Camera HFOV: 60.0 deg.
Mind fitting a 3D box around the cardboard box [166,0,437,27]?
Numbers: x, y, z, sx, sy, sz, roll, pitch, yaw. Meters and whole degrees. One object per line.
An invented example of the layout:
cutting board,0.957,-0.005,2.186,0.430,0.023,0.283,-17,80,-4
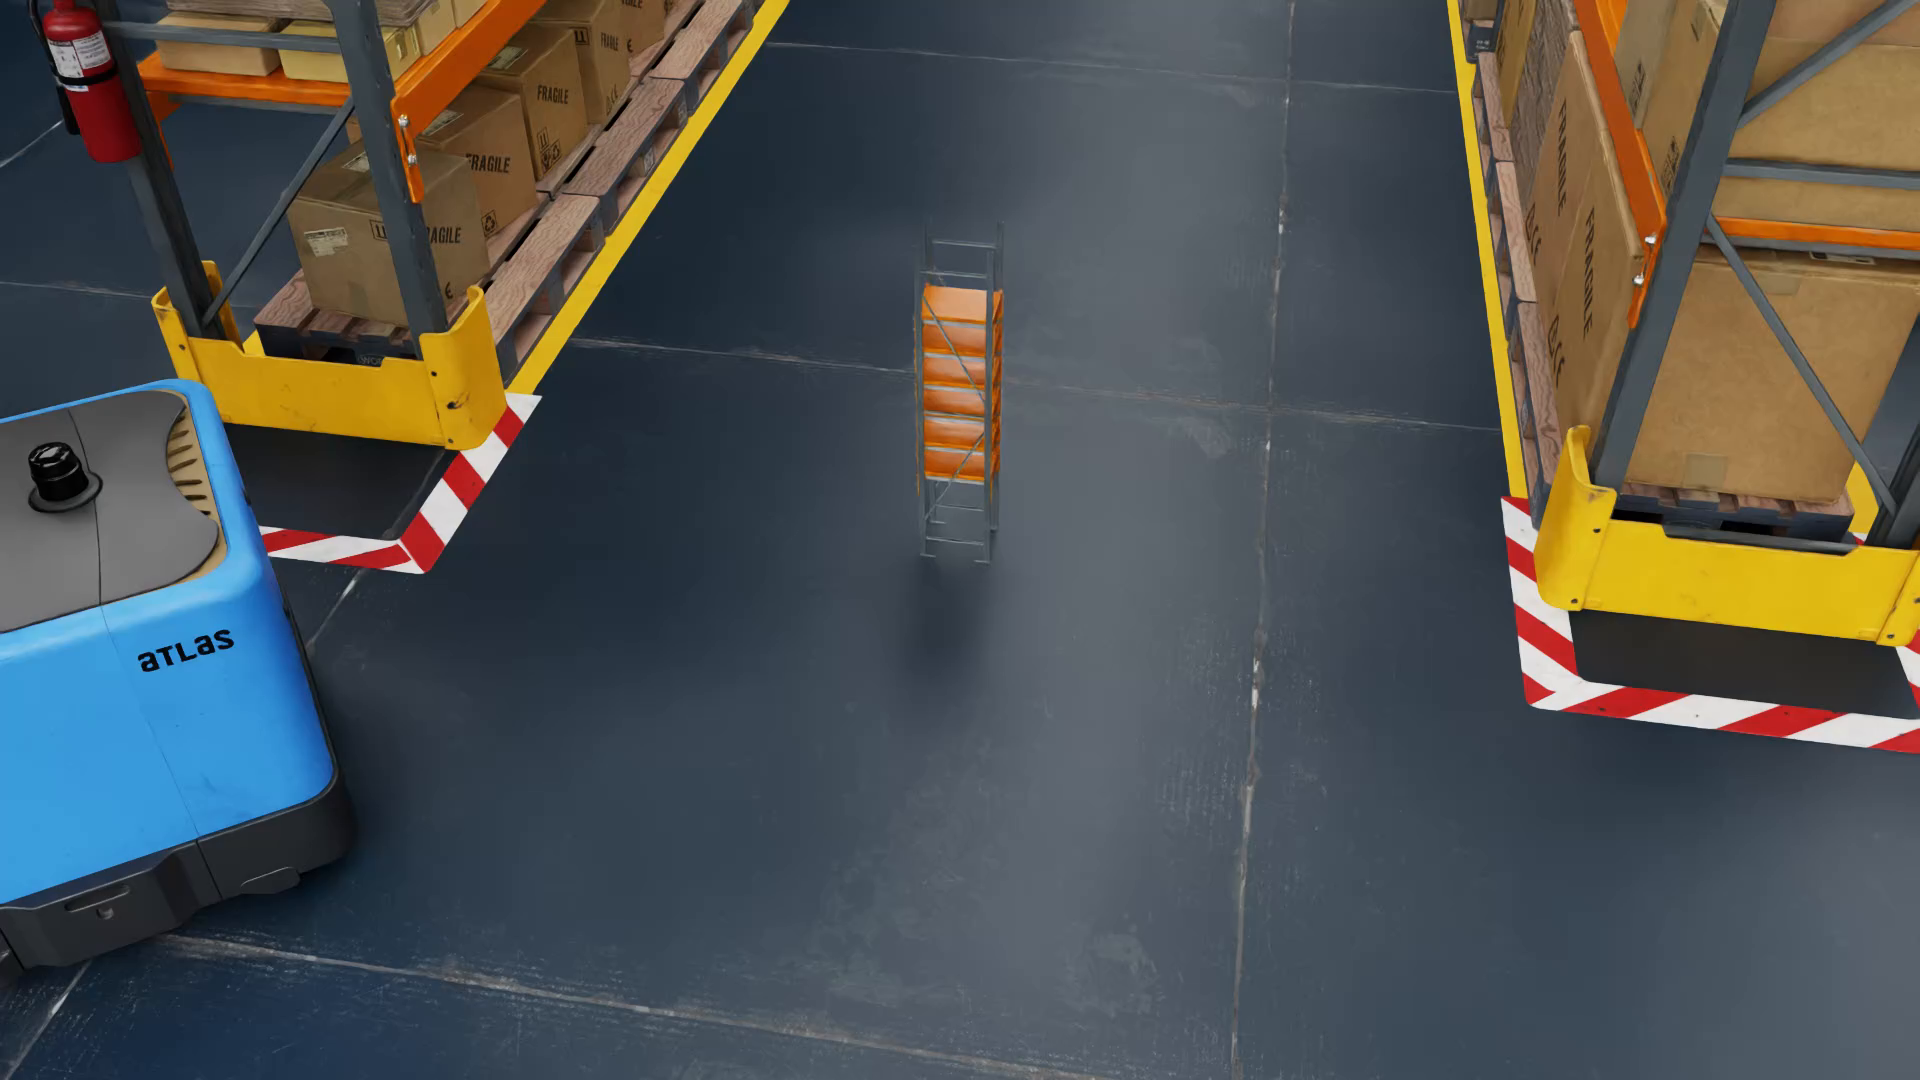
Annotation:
cardboard box,-2.220,-2.101,5.625,0.875,0.500,0.500,6,40,8

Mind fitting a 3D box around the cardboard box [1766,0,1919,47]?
cardboard box,2.628,-1.698,4.484,0.875,0.550,0.550,6,40,8

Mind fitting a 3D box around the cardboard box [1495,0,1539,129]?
cardboard box,3.040,-2.461,7.711,0.875,0.875,0.875,7,40,8

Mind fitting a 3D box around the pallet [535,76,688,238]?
pallet,-1.940,-1.848,7.819,1.003,0.211,1.213,6,40,8

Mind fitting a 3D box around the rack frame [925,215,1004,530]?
rack frame,0.013,-0.511,5.426,0.240,1.200,0.006,6,40,8

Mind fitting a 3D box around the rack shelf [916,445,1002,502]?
rack shelf,-0.003,-0.234,5.538,0.258,0.103,0.180,6,40,8

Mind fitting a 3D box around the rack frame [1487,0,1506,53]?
rack frame,3.218,-3.505,7.636,1.000,3.000,0.127,6,40,8

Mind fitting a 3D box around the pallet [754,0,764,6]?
pallet,-1.516,-3.530,9.854,1.003,0.211,1.213,6,40,8

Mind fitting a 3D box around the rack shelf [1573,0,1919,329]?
rack shelf,2.872,-1.973,6.347,1.077,0.370,4.000,6,40,8

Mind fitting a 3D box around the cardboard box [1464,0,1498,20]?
cardboard box,3.237,-3.200,8.702,1.050,0.750,0.750,6,40,7

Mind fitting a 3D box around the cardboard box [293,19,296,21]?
cardboard box,-2.452,-1.867,5.851,0.380,0.149,0.250,6,40,8

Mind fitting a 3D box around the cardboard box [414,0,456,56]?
cardboard box,-1.995,-1.816,5.789,0.380,0.149,0.250,6,40,8

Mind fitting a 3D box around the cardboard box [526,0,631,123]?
cardboard box,-1.880,-2.309,7.821,0.500,0.500,0.500,3,40,4

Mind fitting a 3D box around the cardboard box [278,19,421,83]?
cardboard box,-2.058,-1.661,5.602,0.380,0.149,0.250,6,40,8

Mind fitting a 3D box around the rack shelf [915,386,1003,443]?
rack shelf,-0.002,-0.419,5.385,0.258,0.103,0.180,6,40,8

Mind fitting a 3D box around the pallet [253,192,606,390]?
pallet,-2.153,-1.084,6.896,1.003,0.211,1.213,6,40,8

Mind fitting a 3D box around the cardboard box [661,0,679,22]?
cardboard box,-1.758,-3.067,8.738,0.500,0.500,0.500,5,40,6

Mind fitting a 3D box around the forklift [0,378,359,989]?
forklift,-3.229,-0.072,3.537,3.031,2.935,1.130,-18,43,-21

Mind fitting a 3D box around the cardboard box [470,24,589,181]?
cardboard box,-2.021,-1.964,7.403,0.500,0.500,0.500,10,41,12

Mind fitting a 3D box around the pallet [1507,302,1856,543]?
pallet,2.587,-0.431,6.105,1.003,0.211,1.213,6,40,8

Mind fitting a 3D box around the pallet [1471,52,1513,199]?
pallet,3.009,-1.962,7.957,1.003,0.211,1.213,6,40,8

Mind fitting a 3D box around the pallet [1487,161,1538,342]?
pallet,2.801,-1.194,7.029,1.003,0.211,1.213,6,40,8

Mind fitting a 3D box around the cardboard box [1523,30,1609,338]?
cardboard box,2.728,-1.323,6.334,0.875,0.875,0.875,6,40,7

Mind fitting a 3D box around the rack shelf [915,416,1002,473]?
rack shelf,-0.002,-0.327,5.461,0.258,0.103,0.180,6,40,8

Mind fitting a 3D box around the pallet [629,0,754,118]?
pallet,-1.731,-2.616,8.748,1.003,0.211,1.213,6,40,8

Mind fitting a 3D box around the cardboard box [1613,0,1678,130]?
cardboard box,2.619,-1.638,5.260,0.875,0.550,0.550,6,40,8

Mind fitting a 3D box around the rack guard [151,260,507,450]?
rack guard,-2.329,-0.690,6.192,1.175,0.500,0.348,6,40,8

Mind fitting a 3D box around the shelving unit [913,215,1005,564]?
shelving unit,-0.002,-0.453,5.357,0.258,1.200,0.189,6,40,8

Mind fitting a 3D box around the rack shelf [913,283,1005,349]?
rack shelf,-0.002,-0.697,5.156,0.258,0.103,0.180,6,40,8

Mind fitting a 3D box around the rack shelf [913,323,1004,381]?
rack shelf,-0.002,-0.604,5.232,0.258,0.103,0.180,6,40,8

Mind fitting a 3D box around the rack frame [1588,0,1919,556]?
rack frame,2.526,-0.995,4.599,1.000,3.000,0.127,6,40,8

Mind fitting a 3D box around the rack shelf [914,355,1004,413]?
rack shelf,-0.002,-0.512,5.309,0.258,0.103,0.180,6,40,8

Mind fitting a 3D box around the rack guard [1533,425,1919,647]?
rack guard,2.522,-0.016,5.378,1.175,0.500,0.348,6,40,8

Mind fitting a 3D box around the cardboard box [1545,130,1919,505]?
cardboard box,2.578,-0.771,5.666,0.875,0.875,0.875,7,40,8

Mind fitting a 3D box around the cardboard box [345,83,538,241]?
cardboard box,-2.148,-1.573,6.930,0.500,0.500,0.500,17,42,19

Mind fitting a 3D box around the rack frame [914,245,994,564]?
rack frame,-0.018,-0.396,5.287,0.240,1.200,0.006,6,40,8

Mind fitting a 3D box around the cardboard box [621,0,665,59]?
cardboard box,-1.850,-2.707,8.302,0.500,0.500,0.500,19,43,21

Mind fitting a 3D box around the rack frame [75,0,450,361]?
rack frame,-2.342,-1.605,5.338,1.000,3.000,0.127,6,40,8

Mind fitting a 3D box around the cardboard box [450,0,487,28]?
cardboard box,-1.937,-1.971,5.977,0.380,0.149,0.250,6,40,8

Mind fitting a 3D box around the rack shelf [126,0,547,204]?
rack shelf,-1.996,-2.583,7.085,1.077,0.370,4.000,6,40,8

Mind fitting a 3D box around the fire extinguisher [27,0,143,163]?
fire extinguisher,-2.815,-1.554,5.337,0.296,0.674,0.183,6,40,8

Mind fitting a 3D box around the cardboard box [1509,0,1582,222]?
cardboard box,2.888,-1.895,7.026,0.875,0.875,0.875,7,40,8

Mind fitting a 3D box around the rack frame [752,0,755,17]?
rack frame,-1.650,-4.116,8.374,1.000,3.000,0.127,6,40,8

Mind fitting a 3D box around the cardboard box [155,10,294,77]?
cardboard box,-2.496,-1.710,5.661,0.380,0.149,0.250,6,40,8

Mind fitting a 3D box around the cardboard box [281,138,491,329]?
cardboard box,-2.217,-1.194,6.472,0.500,0.500,0.500,14,41,16

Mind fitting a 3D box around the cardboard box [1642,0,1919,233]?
cardboard box,2.545,-1.291,4.839,0.875,0.550,0.550,6,40,8

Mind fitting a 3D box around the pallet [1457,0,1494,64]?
pallet,3.277,-2.923,9.120,1.003,0.211,1.213,6,40,8
